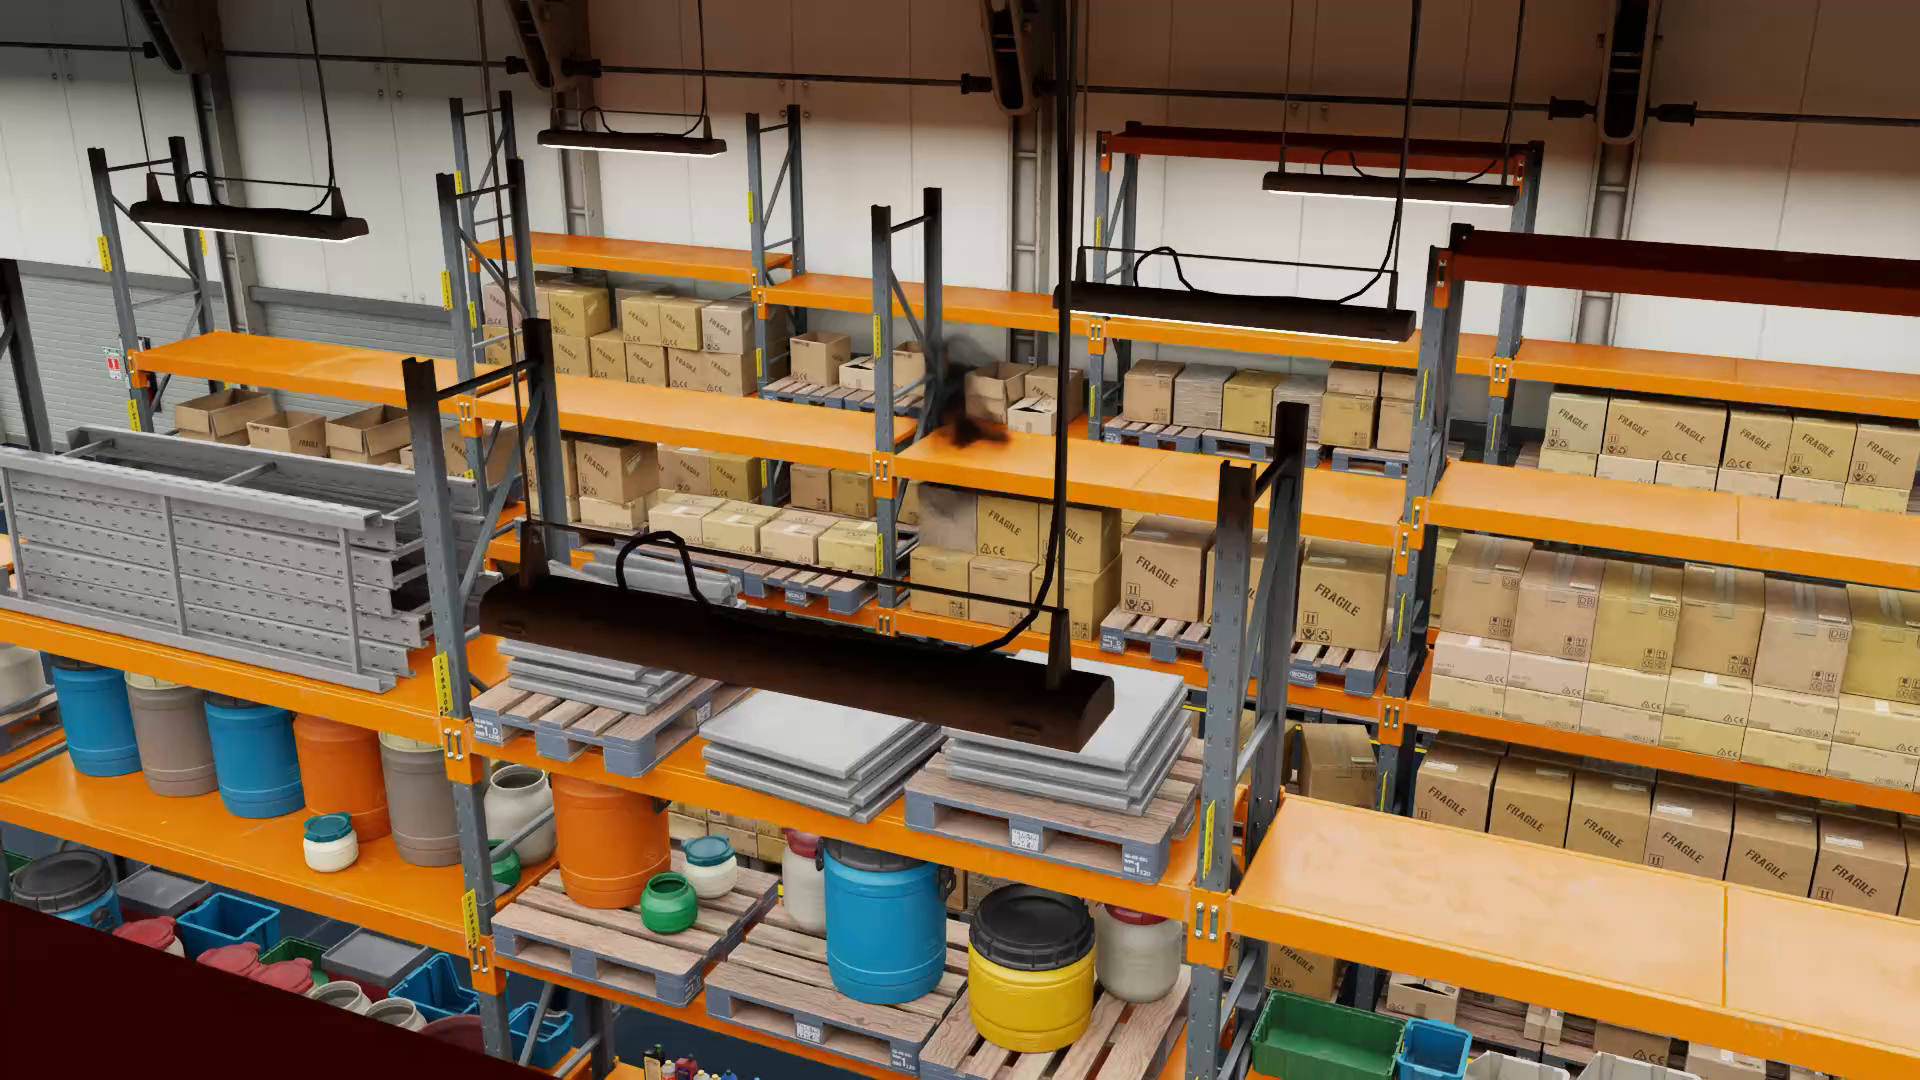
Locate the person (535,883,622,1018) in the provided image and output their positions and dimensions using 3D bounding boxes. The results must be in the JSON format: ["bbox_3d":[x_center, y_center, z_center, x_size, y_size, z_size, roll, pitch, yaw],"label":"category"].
[{"bbox_3d":[-2.838,2.821,12.111,0.760,1.566,0.551,5,21,14],"label":"person"}]
